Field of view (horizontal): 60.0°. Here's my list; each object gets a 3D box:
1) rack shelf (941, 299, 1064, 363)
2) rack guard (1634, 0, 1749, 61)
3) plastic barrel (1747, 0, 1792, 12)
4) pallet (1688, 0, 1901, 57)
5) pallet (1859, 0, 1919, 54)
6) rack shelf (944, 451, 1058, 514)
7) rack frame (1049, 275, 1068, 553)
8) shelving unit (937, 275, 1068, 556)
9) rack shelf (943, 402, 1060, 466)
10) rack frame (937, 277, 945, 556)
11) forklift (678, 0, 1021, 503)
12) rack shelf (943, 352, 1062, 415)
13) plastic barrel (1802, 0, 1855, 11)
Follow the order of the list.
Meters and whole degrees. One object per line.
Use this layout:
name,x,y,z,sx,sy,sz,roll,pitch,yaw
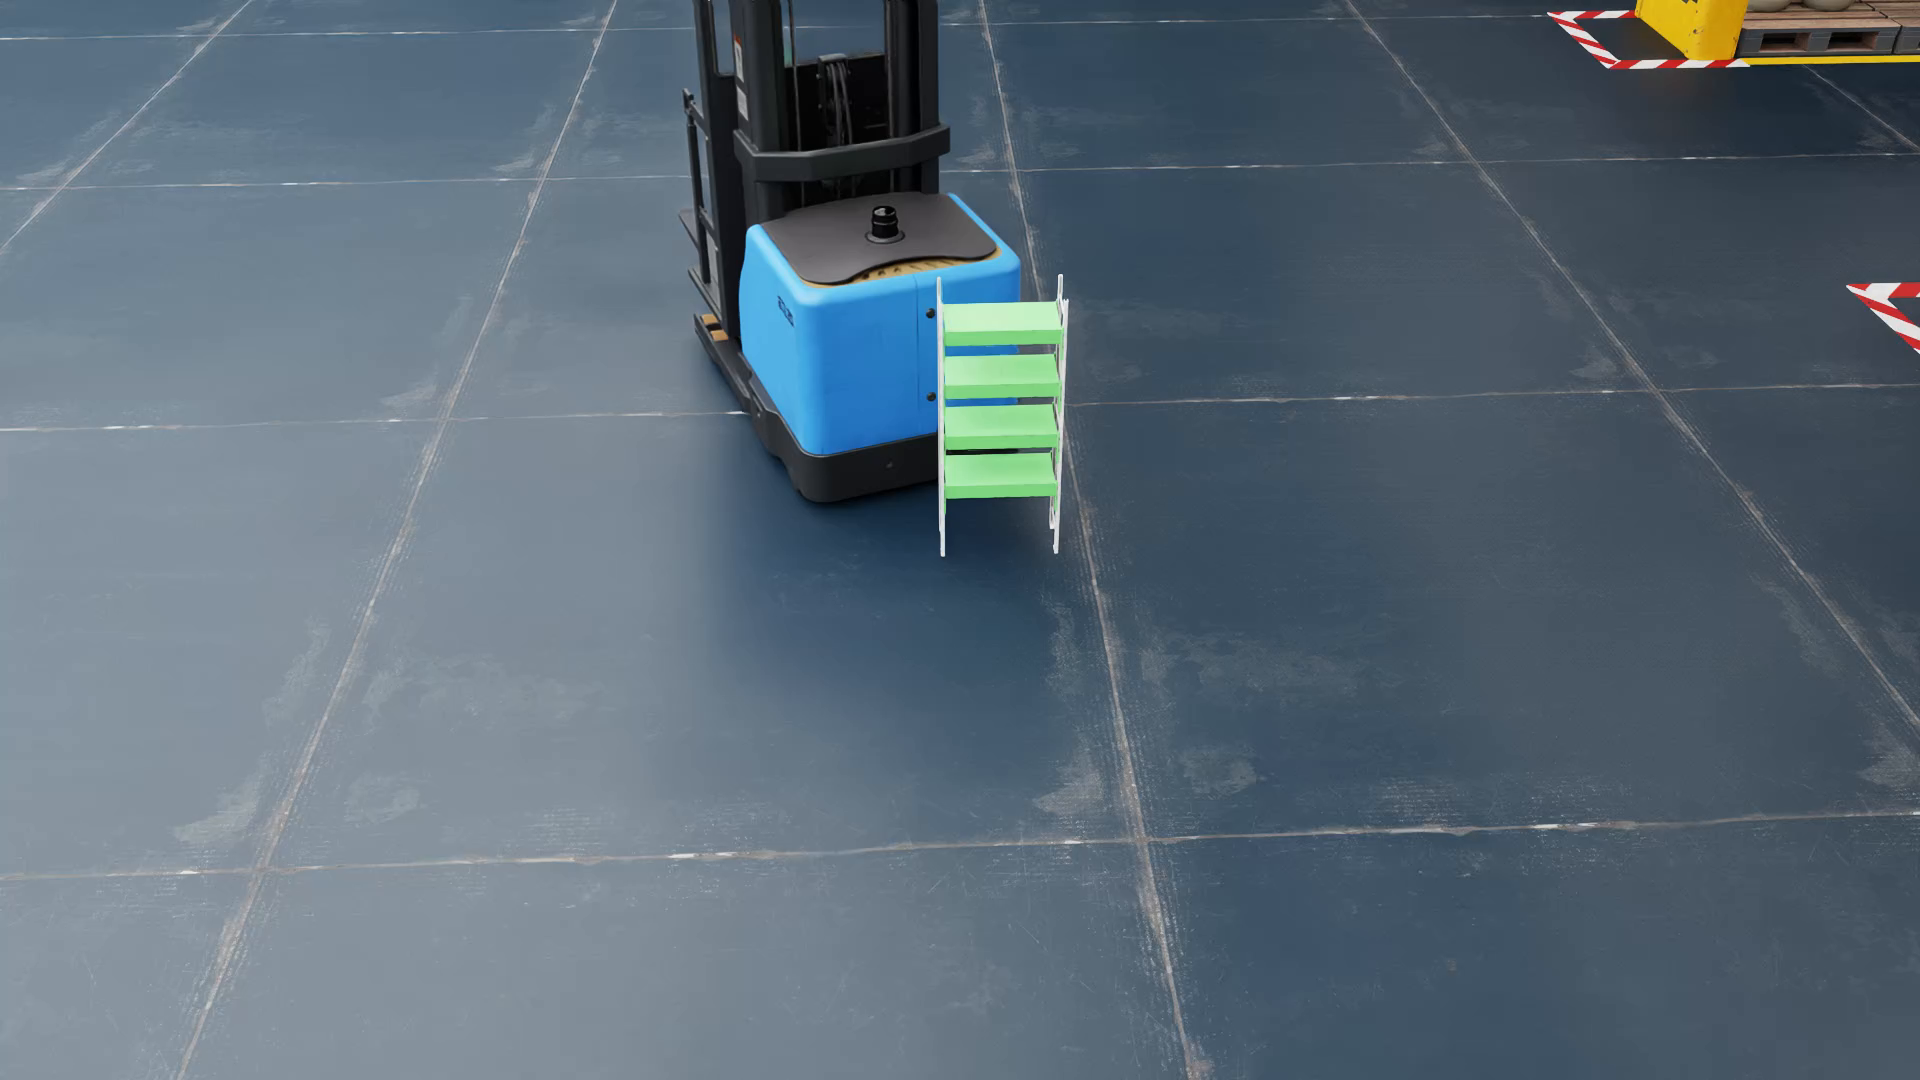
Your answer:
rack shelf,0.165,-0.840,6.678,0.480,0.148,0.258,-2,35,-2
rack guard,5.607,-4.123,12.768,0.348,0.500,1.175,-2,35,-2
plastic barrel,6.187,-4.333,12.692,0.421,0.512,0.421,0,35,0
pallet,6.419,-4.023,12.877,1.213,0.211,1.003,-2,35,-2
pallet,7.634,-4.054,12.922,1.213,0.211,1.003,-2,35,-2
rack shelf,0.165,-0.248,7.088,0.480,0.148,0.258,-2,35,-2
rack frame,0.409,-0.504,6.924,0.015,1.200,0.240,-2,35,-2
shelving unit,0.165,-0.498,6.915,0.503,1.200,0.258,-2,35,-2
rack shelf,0.165,-0.445,6.951,0.480,0.148,0.258,-2,35,-2
rack frame,-0.078,-0.491,6.905,0.015,1.200,0.240,-2,35,-2
forklift,-0.745,-2.203,7.858,1.130,2.935,3.031,-13,37,-18
rack shelf,0.165,-0.643,6.815,0.480,0.148,0.258,-2,35,-2
plastic barrel,6.688,-4.346,12.711,0.421,0.512,0.421,0,35,0
